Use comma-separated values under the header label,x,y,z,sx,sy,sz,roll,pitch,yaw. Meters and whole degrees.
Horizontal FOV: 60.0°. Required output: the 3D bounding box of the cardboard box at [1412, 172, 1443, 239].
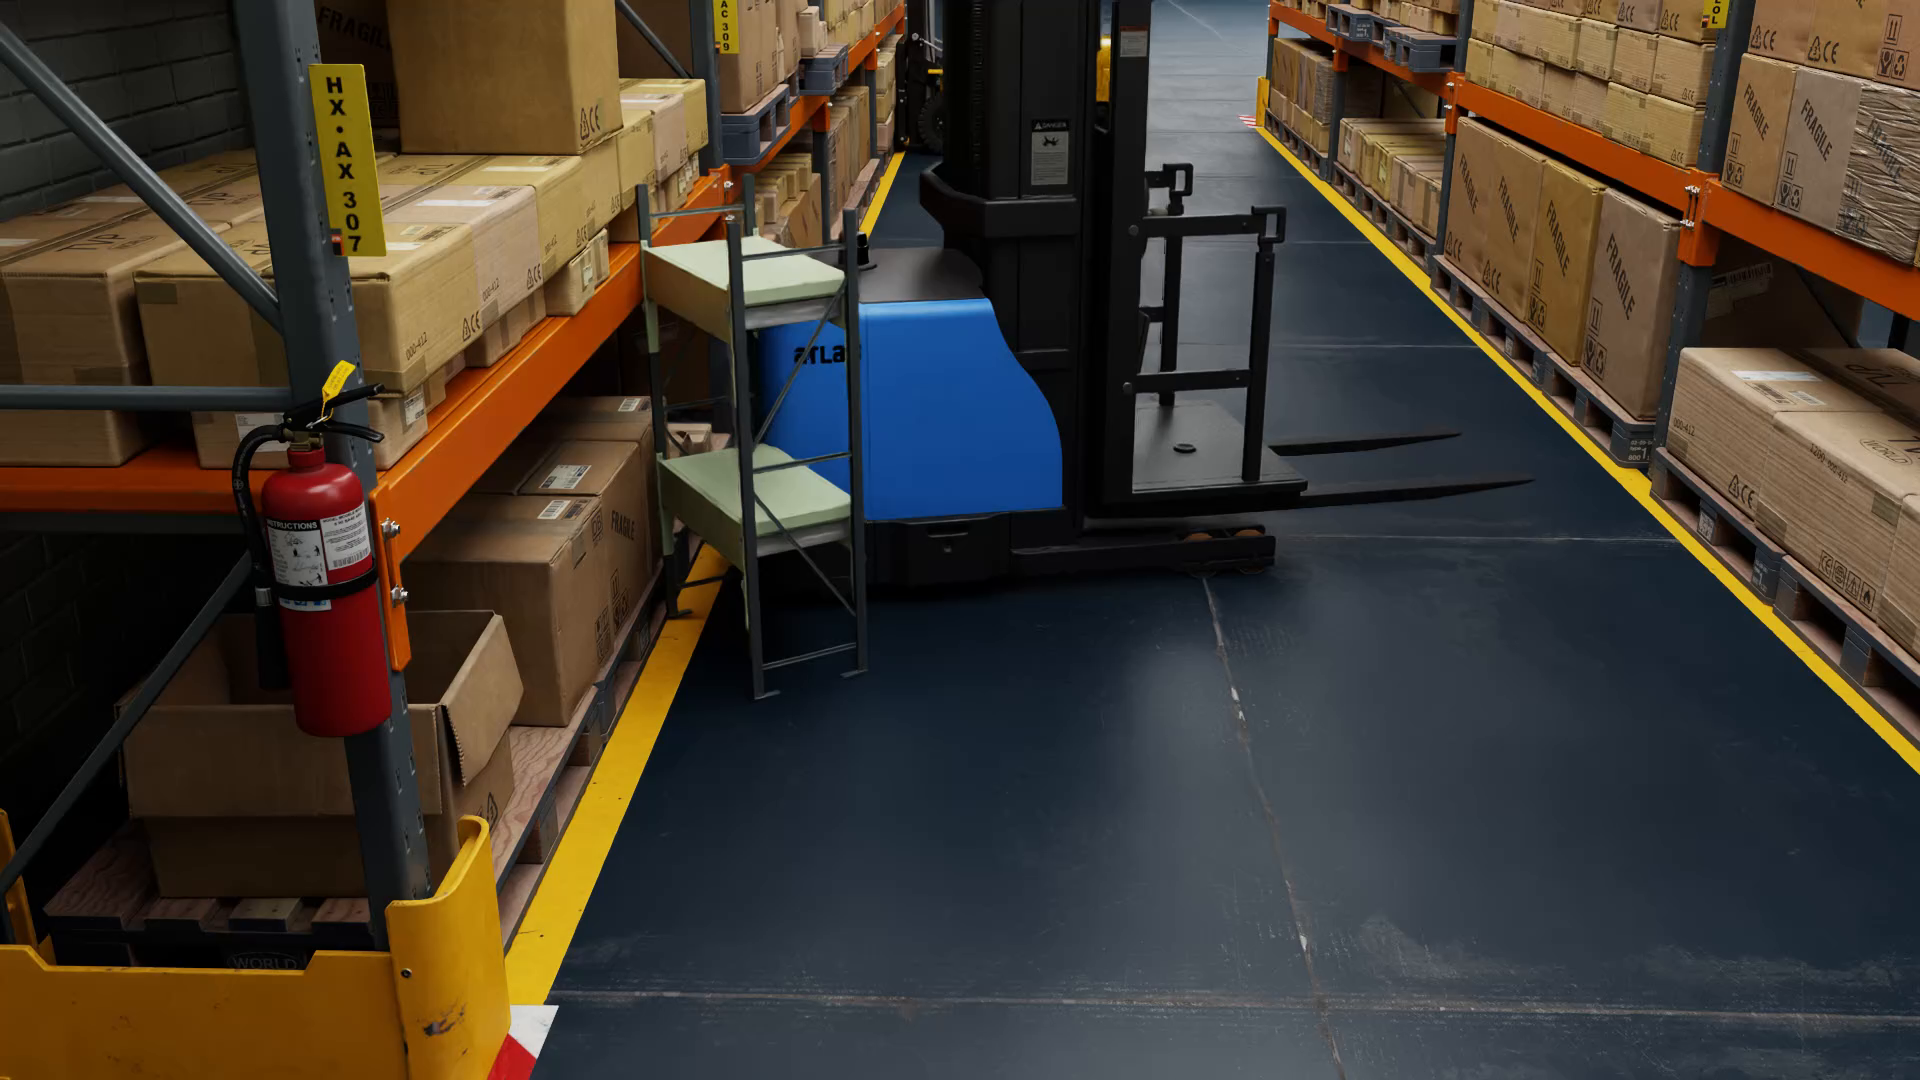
label,x,y,z,sx,sy,sz,roll,pitch,yaw
cardboard box,3.634,-2.266,11.274,0.950,0.372,0.625,-1,21,-2

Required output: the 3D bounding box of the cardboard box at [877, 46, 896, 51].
label,x,y,z,sx,sy,sz,roll,pitch,yaw
cardboard box,-0.851,-4.697,16.325,0.500,0.250,0.500,0,21,1

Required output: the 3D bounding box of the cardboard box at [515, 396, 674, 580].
label,x,y,z,sx,sy,sz,roll,pitch,yaw
cardboard box,-1.388,-0.186,5.738,0.700,0.500,0.500,0,21,0

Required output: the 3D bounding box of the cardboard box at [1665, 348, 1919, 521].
label,x,y,z,sx,sy,sz,roll,pitch,yaw
cardboard box,3.359,-0.420,6.427,0.875,0.438,0.875,0,21,1

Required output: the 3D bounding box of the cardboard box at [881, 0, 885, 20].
label,x,y,z,sx,sy,sz,roll,pitch,yaw
cardboard box,-0.959,-4.983,15.087,0.500,0.500,0.500,1,21,3

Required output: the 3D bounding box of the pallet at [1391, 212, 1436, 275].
label,x,y,z,sx,sy,sz,roll,pitch,yaw
pallet,3.632,-2.074,11.581,1.003,0.211,1.213,1,21,2

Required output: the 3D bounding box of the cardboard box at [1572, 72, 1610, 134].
label,x,y,z,sx,sy,sz,roll,pitch,yaw
cardboard box,3.298,-2.106,8.018,0.500,0.250,0.500,0,21,0

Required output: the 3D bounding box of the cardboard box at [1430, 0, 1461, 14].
label,x,y,z,sx,sy,sz,roll,pitch,yaw
cardboard box,3.343,-3.640,10.633,0.500,0.500,0.500,0,21,0

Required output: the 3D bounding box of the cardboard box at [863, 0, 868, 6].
label,x,y,z,sx,sy,sz,roll,pitch,yaw
cardboard box,-1.000,-4.387,13.206,0.500,0.250,0.500,0,21,0

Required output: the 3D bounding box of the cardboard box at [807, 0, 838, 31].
label,x,y,z,sx,sy,sz,roll,pitch,yaw
cardboard box,-1.072,-3.465,10.829,0.500,0.250,0.500,1,21,2

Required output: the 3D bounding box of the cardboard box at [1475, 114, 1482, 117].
label,x,y,z,sx,sy,sz,roll,pitch,yaw
cardboard box,5.122,-3.746,15.488,0.500,0.500,0.500,18,27,38

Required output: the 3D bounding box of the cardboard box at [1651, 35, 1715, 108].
label,x,y,z,sx,sy,sz,roll,pitch,yaw
cardboard box,3.256,-1.970,6.976,0.500,0.250,0.500,1,21,2

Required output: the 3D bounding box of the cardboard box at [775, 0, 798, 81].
label,x,y,z,sx,sy,sz,roll,pitch,yaw
cardboard box,-1.198,-2.584,8.323,0.700,0.500,0.500,1,21,1

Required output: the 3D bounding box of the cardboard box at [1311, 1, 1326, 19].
label,x,y,z,sx,sy,sz,roll,pitch,yaw
cardboard box,3.462,-4.907,15.377,0.380,0.149,0.250,0,21,1

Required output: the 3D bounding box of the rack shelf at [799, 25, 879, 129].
label,x,y,z,sx,sy,sz,roll,pitch,yaw
rack shelf,-1.293,-3.532,12.480,1.077,0.370,4.000,1,21,2

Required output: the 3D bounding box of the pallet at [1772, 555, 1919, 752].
label,x,y,z,sx,sy,sz,roll,pitch,yaw
pallet,3.350,0.371,5.280,1.003,0.211,1.213,1,21,2

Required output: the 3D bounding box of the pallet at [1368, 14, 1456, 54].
label,x,y,z,sx,sy,sz,roll,pitch,yaw
pallet,3.626,-3.718,12.229,1.003,0.211,1.213,1,21,2

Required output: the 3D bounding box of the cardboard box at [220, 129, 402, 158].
label,x,y,z,sx,sy,sz,roll,pitch,yaw
cardboard box,-1.796,-1.044,4.870,0.500,0.250,0.500,1,21,2

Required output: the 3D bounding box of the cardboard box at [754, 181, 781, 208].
label,x,y,z,sx,sy,sz,roll,pitch,yaw
cardboard box,-1.206,-1.917,9.301,0.380,0.149,0.250,0,21,1

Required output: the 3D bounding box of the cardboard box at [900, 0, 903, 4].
label,x,y,z,sx,sy,sz,roll,pitch,yaw
cardboard box,-0.863,-5.903,17.457,0.500,0.500,0.500,0,21,0

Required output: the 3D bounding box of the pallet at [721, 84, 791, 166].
label,x,y,z,sx,sy,sz,roll,pitch,yaw
pallet,-1.343,-1.896,7.535,1.003,0.211,1.213,1,21,2

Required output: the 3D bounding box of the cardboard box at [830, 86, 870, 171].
label,x,y,z,sx,sy,sz,roll,pitch,yaw
cardboard box,-1.237,-3.491,14.081,0.875,0.625,0.625,2,21,4

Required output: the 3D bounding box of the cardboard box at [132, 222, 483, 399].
label,x,y,z,sx,sy,sz,roll,pitch,yaw
cardboard box,-1.315,-0.482,3.420,0.500,0.250,0.500,1,21,2

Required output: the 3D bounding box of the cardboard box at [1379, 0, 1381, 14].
label,x,y,z,sx,sy,sz,roll,pitch,yaw
cardboard box,3.389,-4.044,12.572,0.380,0.149,0.250,1,21,2

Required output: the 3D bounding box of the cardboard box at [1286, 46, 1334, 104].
label,x,y,z,sx,sy,sz,roll,pitch,yaw
cardboard box,3.514,-4.580,16.369,0.500,0.500,0.500,1,21,3

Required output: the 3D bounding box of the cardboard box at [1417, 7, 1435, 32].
label,x,y,z,sx,sy,sz,roll,pitch,yaw
cardboard box,3.281,-3.480,11.118,0.380,0.149,0.250,0,21,1

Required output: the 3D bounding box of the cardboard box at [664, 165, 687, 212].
label,x,y,z,sx,sy,sz,roll,pitch,yaw
cardboard box,-1.203,-1.274,6.014,0.380,0.149,0.250,1,21,3

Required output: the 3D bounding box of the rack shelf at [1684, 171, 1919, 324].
label,x,y,z,sx,sy,sz,roll,pitch,yaw
rack shelf,3.425,-0.586,4.888,1.077,0.370,4.000,1,21,2

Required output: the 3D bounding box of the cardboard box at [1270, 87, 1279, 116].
label,x,y,z,sx,sy,sz,roll,pitch,yaw
cardboard box,3.550,-4.609,17.481,0.500,0.250,0.500,0,21,1

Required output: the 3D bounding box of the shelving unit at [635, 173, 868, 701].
label,x,y,z,sx,sy,sz,roll,pitch,yaw
shelving unit,-0.664,-0.348,5.333,0.431,1.500,0.755,-12,25,-28

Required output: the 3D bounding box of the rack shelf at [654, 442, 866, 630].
label,x,y,z,sx,sy,sz,roll,pitch,yaw
rack shelf,-0.664,-0.046,5.454,0.431,0.370,0.720,-12,25,-28

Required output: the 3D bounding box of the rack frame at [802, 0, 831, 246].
label,x,y,z,sx,sy,sz,roll,pitch,yaw
rack frame,-1.354,-3.144,10.486,1.000,3.000,0.127,1,21,2

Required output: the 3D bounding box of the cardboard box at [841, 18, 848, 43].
label,x,y,z,sx,sy,sz,roll,pitch,yaw
cardboard box,-1.068,-3.600,11.869,0.500,0.250,0.500,0,21,0

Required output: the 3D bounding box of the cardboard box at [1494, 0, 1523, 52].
label,x,y,z,sx,sy,sz,roll,pitch,yaw
cardboard box,3.328,-2.887,9.339,0.500,0.250,0.500,1,21,3

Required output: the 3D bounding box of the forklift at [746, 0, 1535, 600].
label,x,y,z,sx,sy,sz,roll,pitch,yaw
forklift,0.708,-1.406,6.102,3.031,2.935,1.130,-4,22,-11

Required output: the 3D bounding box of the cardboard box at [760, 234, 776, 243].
label,x,y,z,sx,sy,sz,roll,pitch,yaw
cardboard box,-1.210,-1.274,8.541,0.500,0.500,0.500,0,21,0

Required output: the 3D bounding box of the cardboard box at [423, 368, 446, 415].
label,x,y,z,sx,sy,sz,roll,pitch,yaw
cardboard box,-1.352,-0.343,3.614,0.380,0.149,0.250,1,21,3

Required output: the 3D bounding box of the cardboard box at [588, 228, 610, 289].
label,x,y,z,sx,sy,sz,roll,pitch,yaw
cardboard box,-1.237,-0.811,4.820,0.380,0.149,0.250,1,21,3

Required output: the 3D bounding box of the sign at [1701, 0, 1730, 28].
label,x,y,z,sx,sy,sz,roll,pitch,yaw
sign,2.943,-2.150,6.433,0.100,0.325,0.005,1,21,2

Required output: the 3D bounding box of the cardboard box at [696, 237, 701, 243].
label,x,y,z,sx,sy,sz,roll,pitch,yaw
cardboard box,-1.260,-1.297,7.292,0.380,0.149,0.250,0,21,1

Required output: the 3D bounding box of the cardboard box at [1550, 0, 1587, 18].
label,x,y,z,sx,sy,sz,roll,pitch,yaw
cardboard box,3.292,-2.880,8.283,0.500,0.500,0.500,1,21,2

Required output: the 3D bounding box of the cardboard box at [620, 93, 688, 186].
label,x,y,z,sx,sy,sz,roll,pitch,yaw
cardboard box,-1.248,-1.399,5.783,0.500,0.250,0.500,1,21,2

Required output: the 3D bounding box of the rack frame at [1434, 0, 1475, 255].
label,x,y,z,sx,sy,sz,roll,pitch,yaw
rack frame,3.607,-3.091,10.349,1.000,3.000,0.127,1,21,2

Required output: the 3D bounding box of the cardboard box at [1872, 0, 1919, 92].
label,x,y,z,sx,sy,sz,roll,pitch,yaw
cardboard box,3.180,-1.620,5.038,0.500,0.500,0.500,1,21,3

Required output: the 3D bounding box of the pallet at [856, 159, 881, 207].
label,x,y,z,sx,sy,sz,roll,pitch,yaw
pallet,-1.216,-3.024,14.030,1.003,0.211,1.213,1,21,2

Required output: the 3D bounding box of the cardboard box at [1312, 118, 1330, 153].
label,x,y,z,sx,sy,sz,roll,pitch,yaw
cardboard box,3.478,-3.668,15.056,0.500,0.250,0.500,2,21,4

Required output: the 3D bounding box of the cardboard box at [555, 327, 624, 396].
label,x,y,z,sx,sy,sz,roll,pitch,yaw
cardboard box,-1.757,-0.909,7.601,0.500,0.500,0.500,1,21,1

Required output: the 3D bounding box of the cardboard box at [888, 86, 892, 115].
label,x,y,z,sx,sy,sz,roll,pitch,yaw
cardboard box,-0.896,-4.091,15.456,0.500,0.250,0.500,1,21,1
